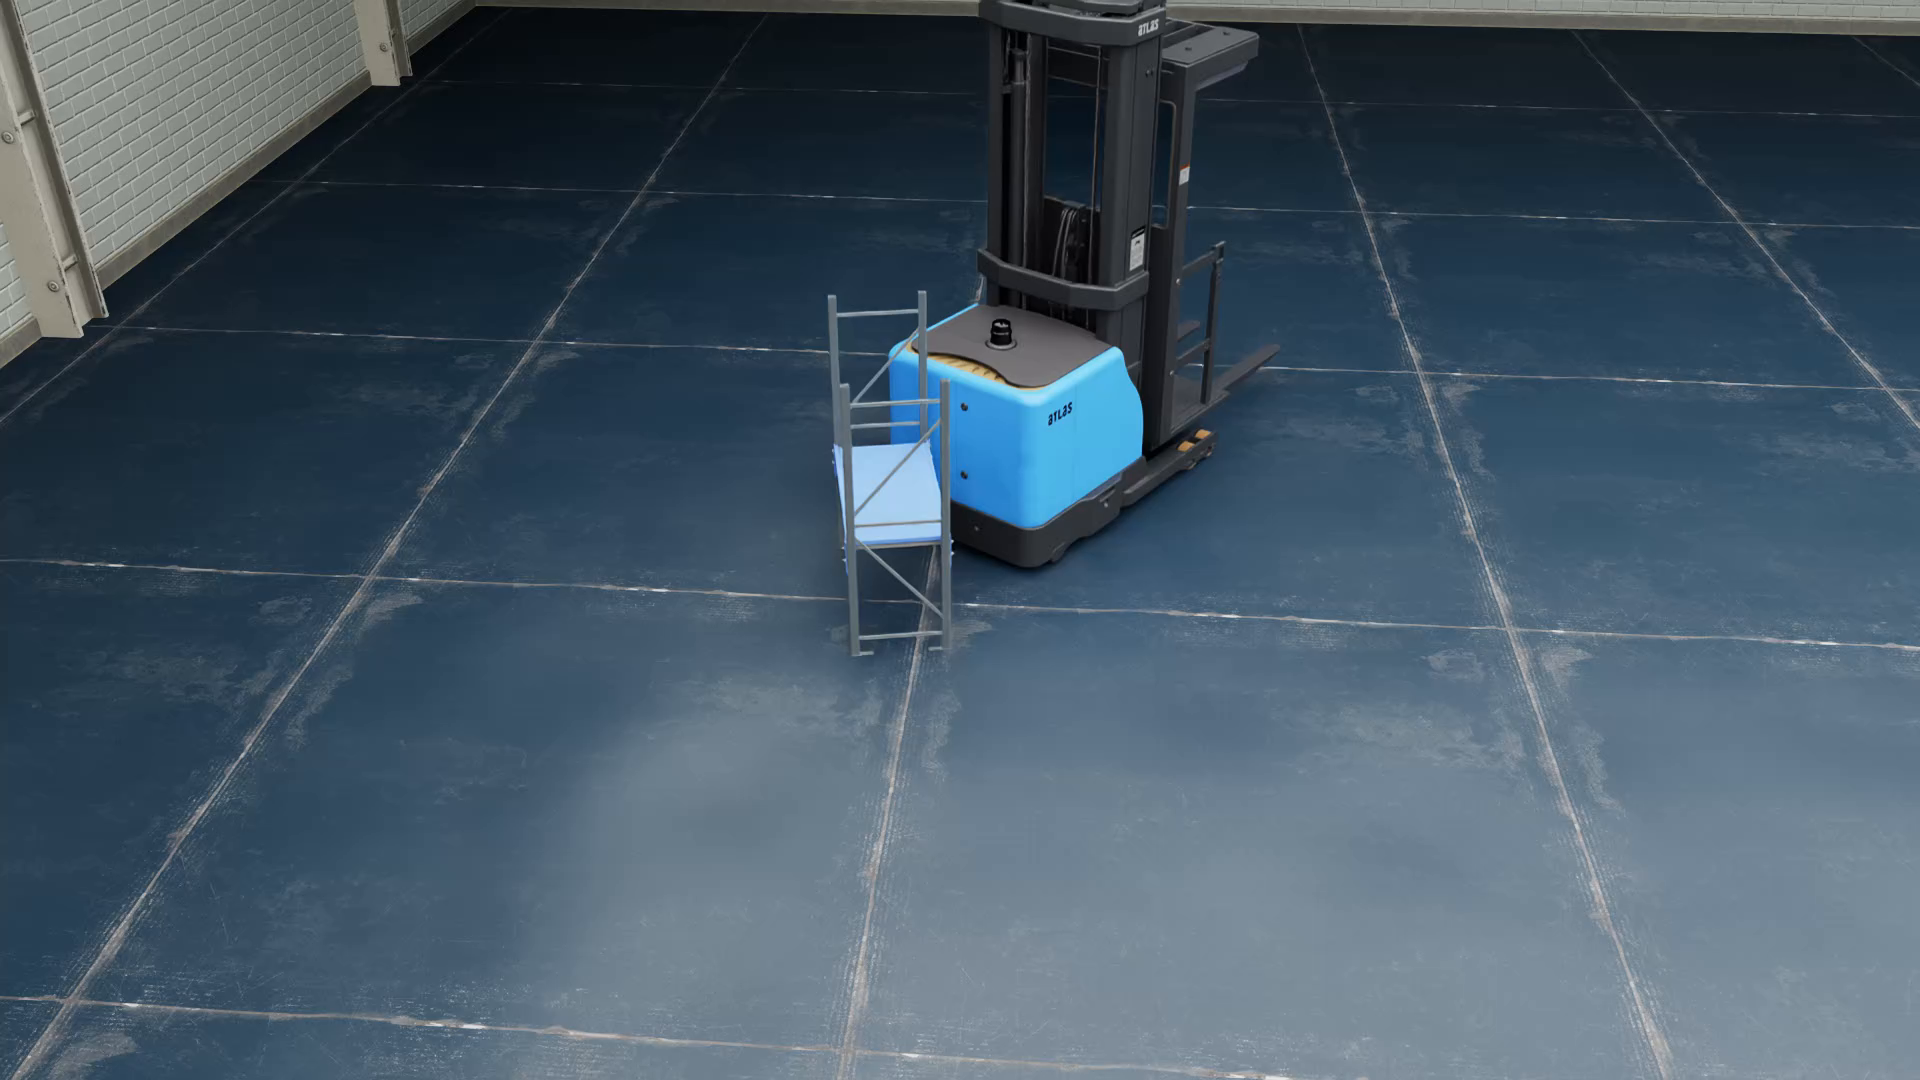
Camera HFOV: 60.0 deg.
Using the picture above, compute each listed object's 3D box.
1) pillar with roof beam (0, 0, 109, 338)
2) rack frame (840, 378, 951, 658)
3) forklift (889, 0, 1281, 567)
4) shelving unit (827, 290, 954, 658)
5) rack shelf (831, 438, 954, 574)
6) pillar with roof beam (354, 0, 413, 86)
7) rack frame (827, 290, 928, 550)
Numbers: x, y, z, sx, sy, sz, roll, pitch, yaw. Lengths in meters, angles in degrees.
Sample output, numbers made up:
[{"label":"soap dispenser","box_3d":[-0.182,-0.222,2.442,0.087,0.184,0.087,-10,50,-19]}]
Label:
[{"label":"pillar with roof beam","box_3d":[-1.944,-5.157,9.041,9.100,9.000,0.400,2,32,4]},{"label":"rack frame","box_3d":[-0.296,-0.076,7.944,0.500,1.500,0.032,-4,32,-6]},{"label":"forklift","box_3d":[0.908,-1.811,9.395,1.130,2.935,3.031,22,38,32]},{"label":"shelving unit","box_3d":[-0.358,-0.341,8.373,0.538,1.500,1.048,-4,32,-6]},{"label":"rack shelf","box_3d":[-0.358,-0.188,8.468,0.538,0.185,1.000,-4,32,-6]},{"label":"pillar with roof beam","box_3d":[-1.456,-8.295,14.132,9.100,9.000,0.400,2,32,4]},{"label":"rack frame","box_3d":[-0.420,-0.605,8.803,0.500,1.500,0.032,-4,32,-6]}]
